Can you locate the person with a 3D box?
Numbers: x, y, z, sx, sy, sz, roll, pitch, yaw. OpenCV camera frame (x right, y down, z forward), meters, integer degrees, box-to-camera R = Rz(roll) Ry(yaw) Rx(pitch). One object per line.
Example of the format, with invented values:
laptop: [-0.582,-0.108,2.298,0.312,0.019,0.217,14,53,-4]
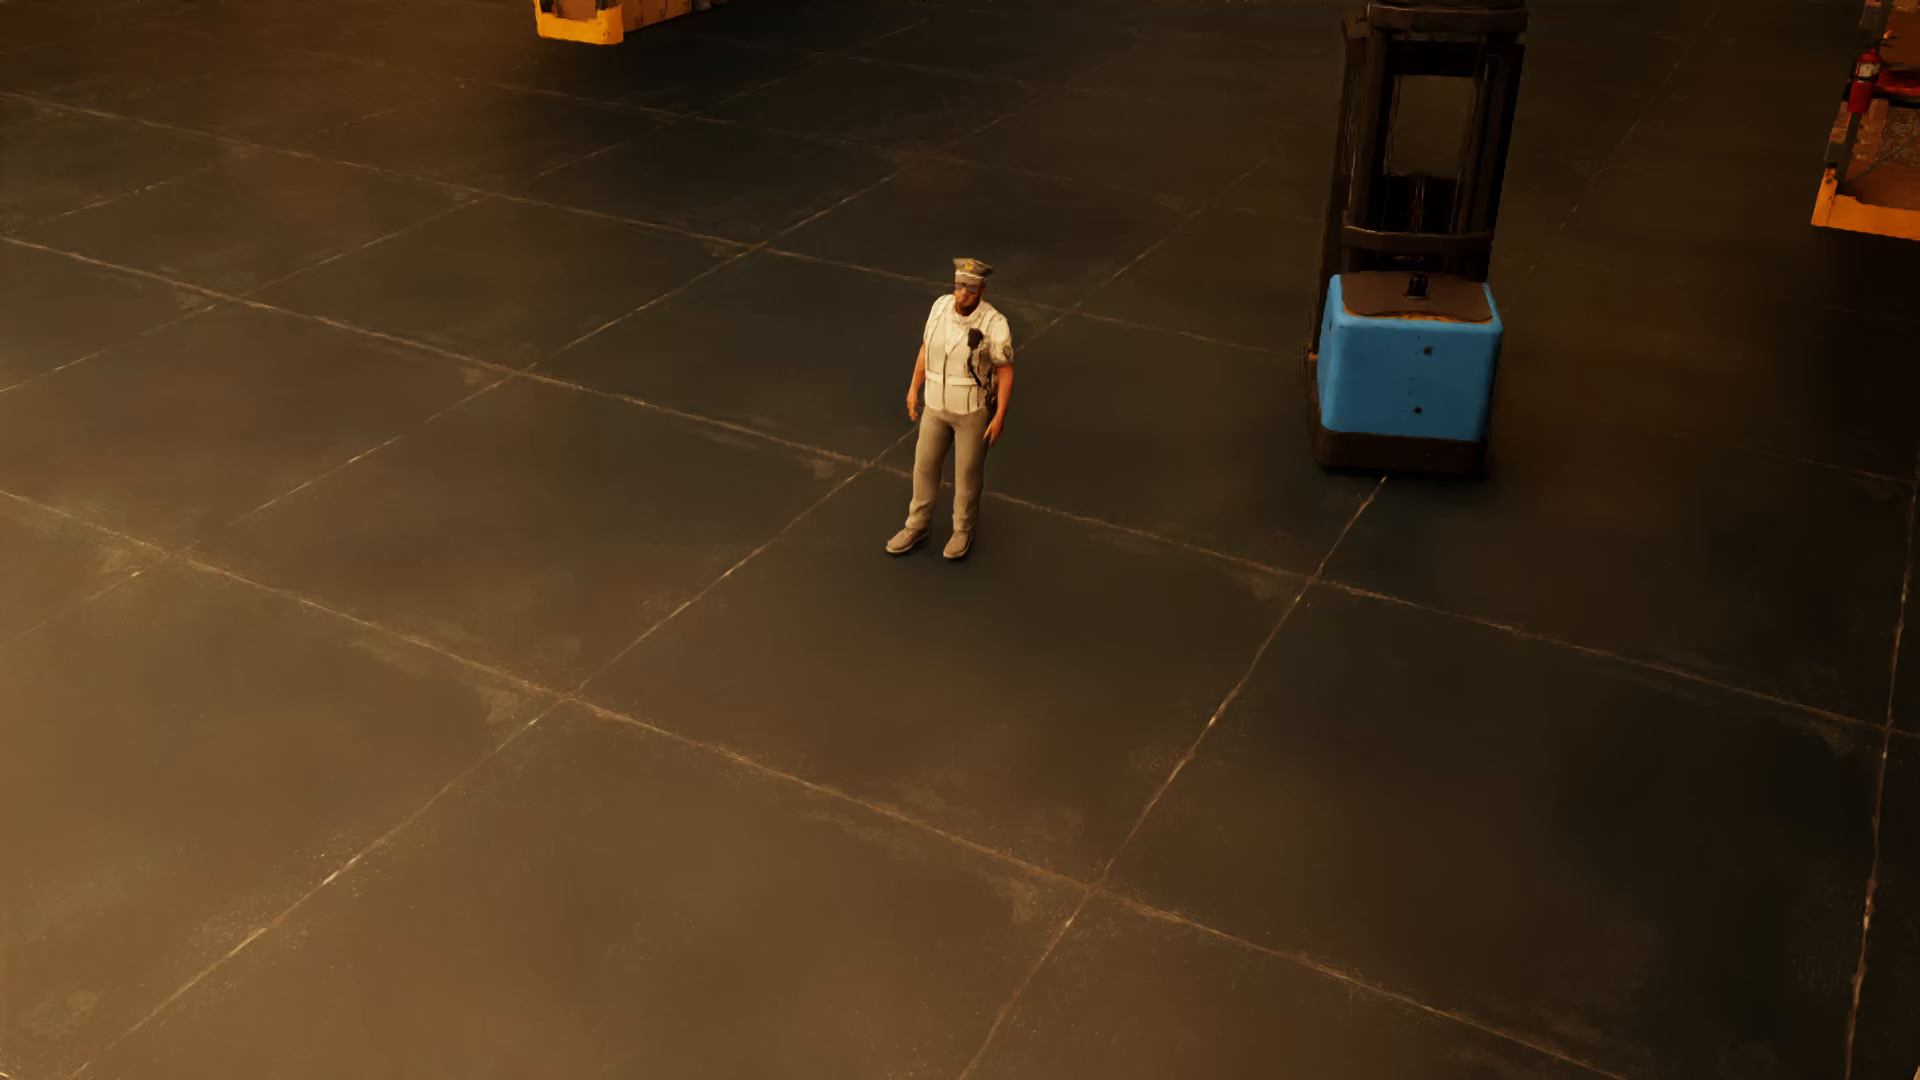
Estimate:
person: [-0.048,-0.744,9.501,0.640,1.773,0.574,15,33,25]

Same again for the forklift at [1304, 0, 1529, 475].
forklift: [3.044,-2.400,11.230,1.130,2.935,3.031,4,30,8]
